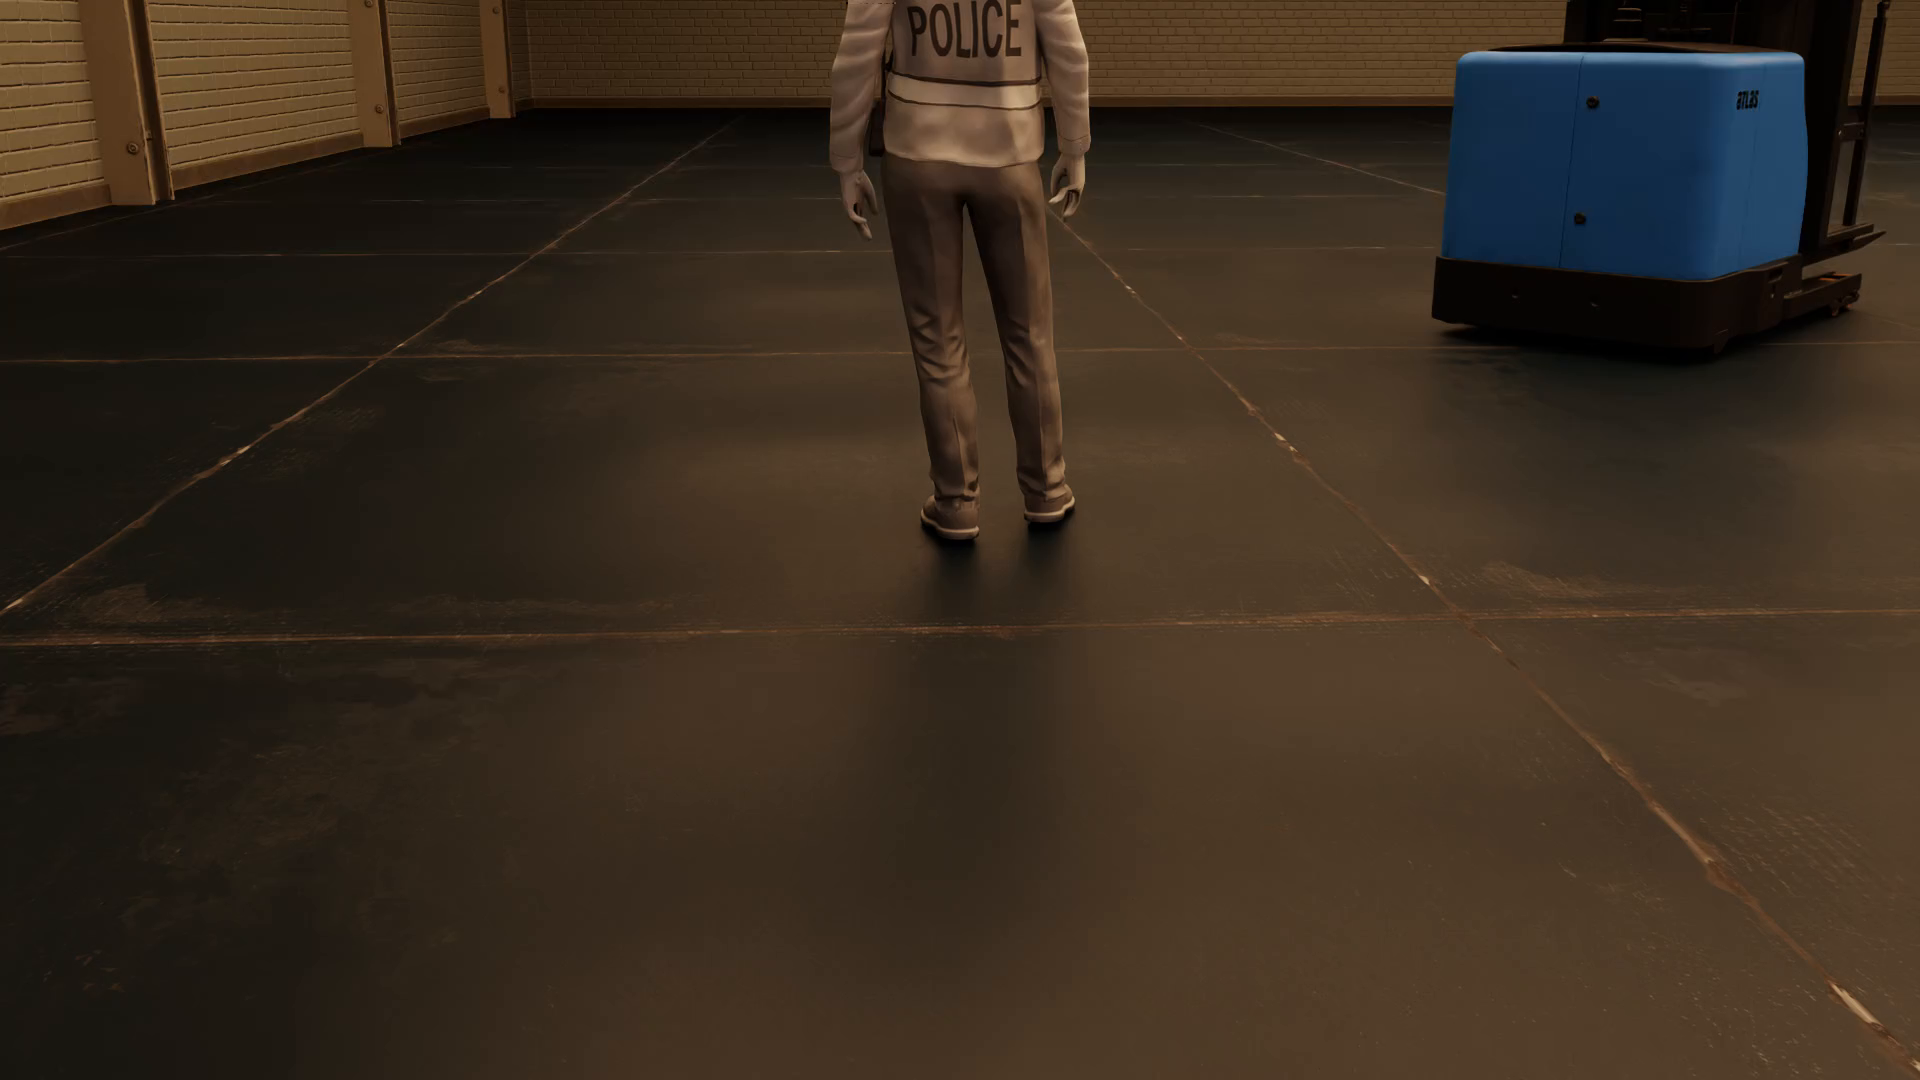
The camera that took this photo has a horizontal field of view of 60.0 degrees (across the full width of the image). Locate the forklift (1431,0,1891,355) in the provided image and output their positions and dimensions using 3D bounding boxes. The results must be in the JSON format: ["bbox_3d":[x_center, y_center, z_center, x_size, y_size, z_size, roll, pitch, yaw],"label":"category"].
[{"bbox_3d":[3.215,-2.426,6.838,1.130,2.935,3.031,15,22,40],"label":"forklift"}]

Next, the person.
[{"bbox_3d":[0.003,-0.837,3.732,0.587,1.696,0.534,-1,17,-3],"label":"person"}]
